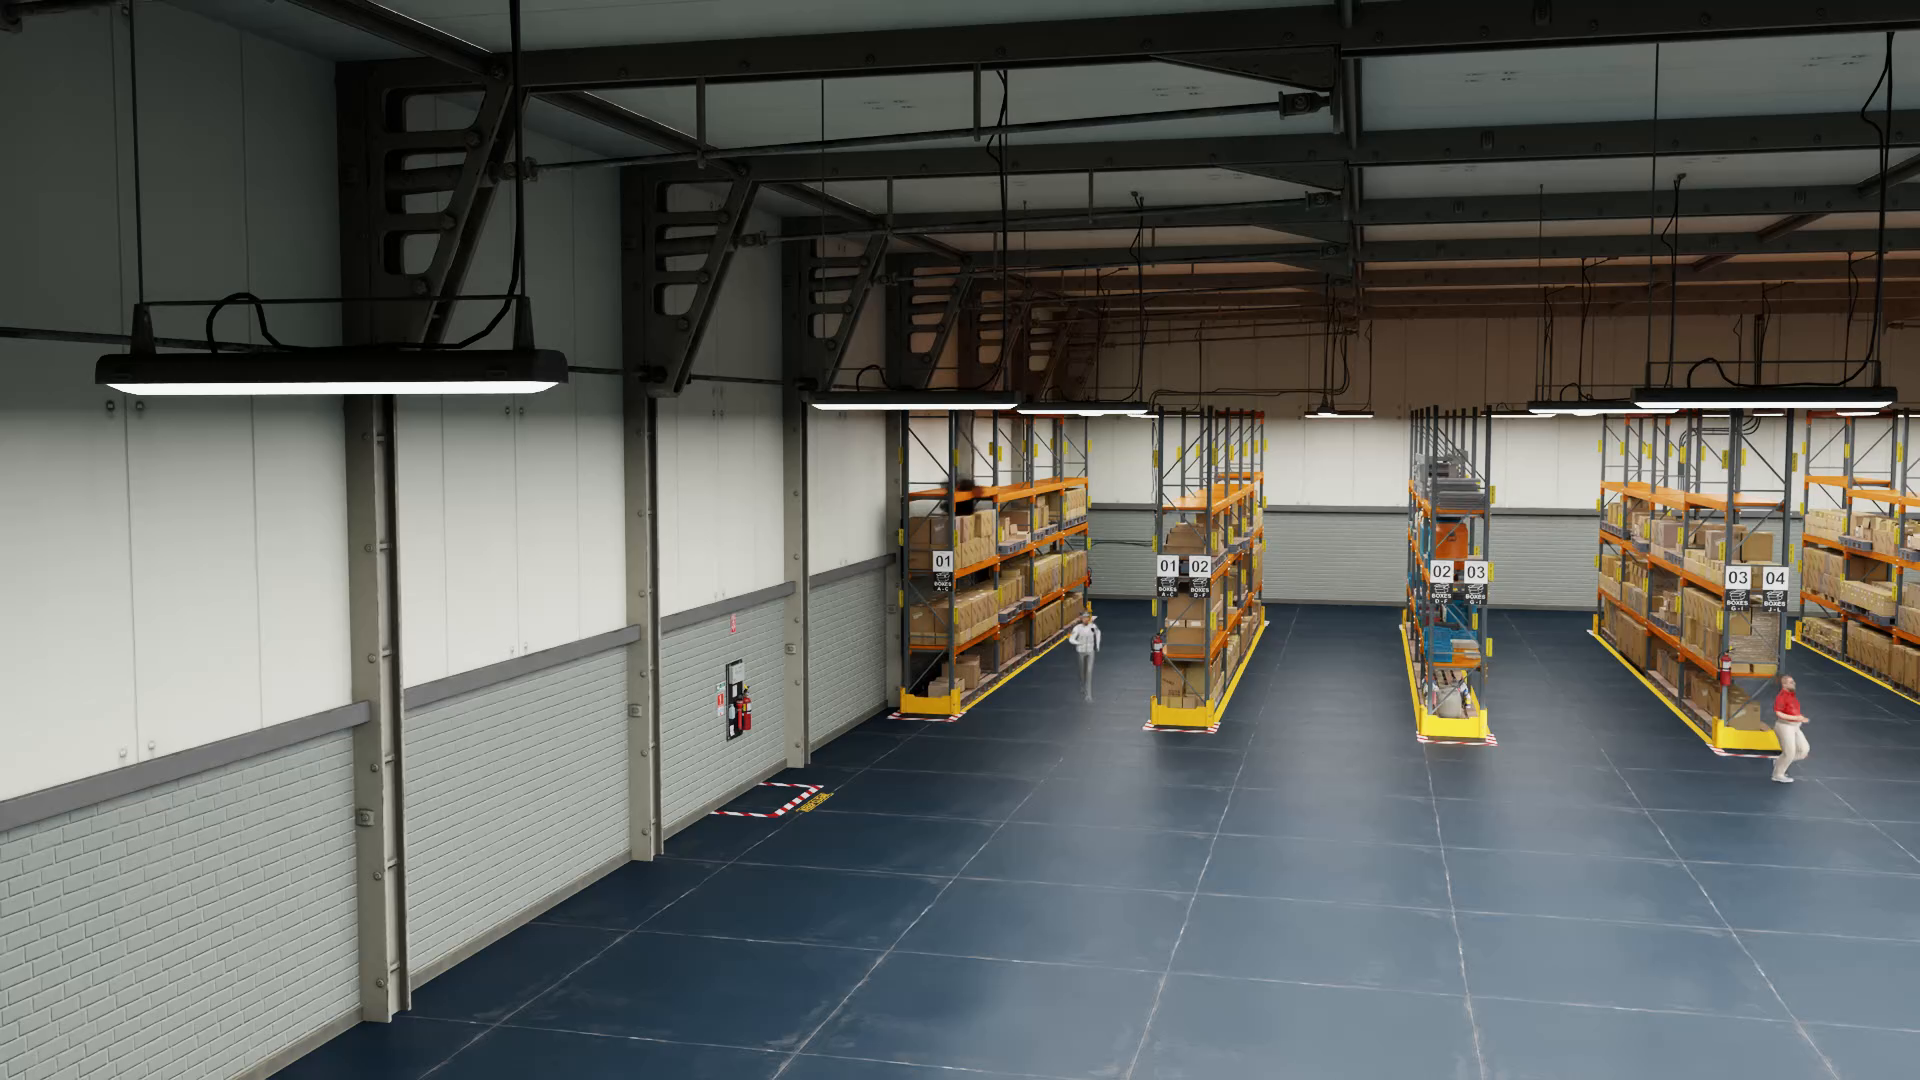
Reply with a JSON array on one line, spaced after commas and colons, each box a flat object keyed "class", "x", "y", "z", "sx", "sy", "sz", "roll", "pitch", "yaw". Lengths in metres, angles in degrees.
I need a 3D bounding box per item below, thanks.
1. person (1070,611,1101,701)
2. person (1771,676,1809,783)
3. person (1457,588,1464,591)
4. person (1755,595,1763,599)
[{"class": "person", "x": 2.481, "y": 2.244, "z": 32.852, "sx": 0.645, "sy": 1.732, "sz": 0.874, "roll": 0, "pitch": 4, "yaw": -3}, {"class": "person", "x": 13.135, "y": 2.991, "z": 26.236, "sx": 0.649, "sy": 1.680, "sz": 0.597, "roll": -4, "pitch": 6, "yaw": -43}, {"class": "person", "x": 14.392, "y": 1.414, "z": 48.037, "sx": 0.759, "sy": 1.737, "sz": 0.638, "roll": 3, "pitch": 5, "yaw": 34}, {"class": "person", "x": 20.174, "y": 1.872, "z": 41.834, "sx": 0.664, "sy": 1.739, "sz": 0.737, "roll": 1, "pitch": 4, "yaw": 17}]
